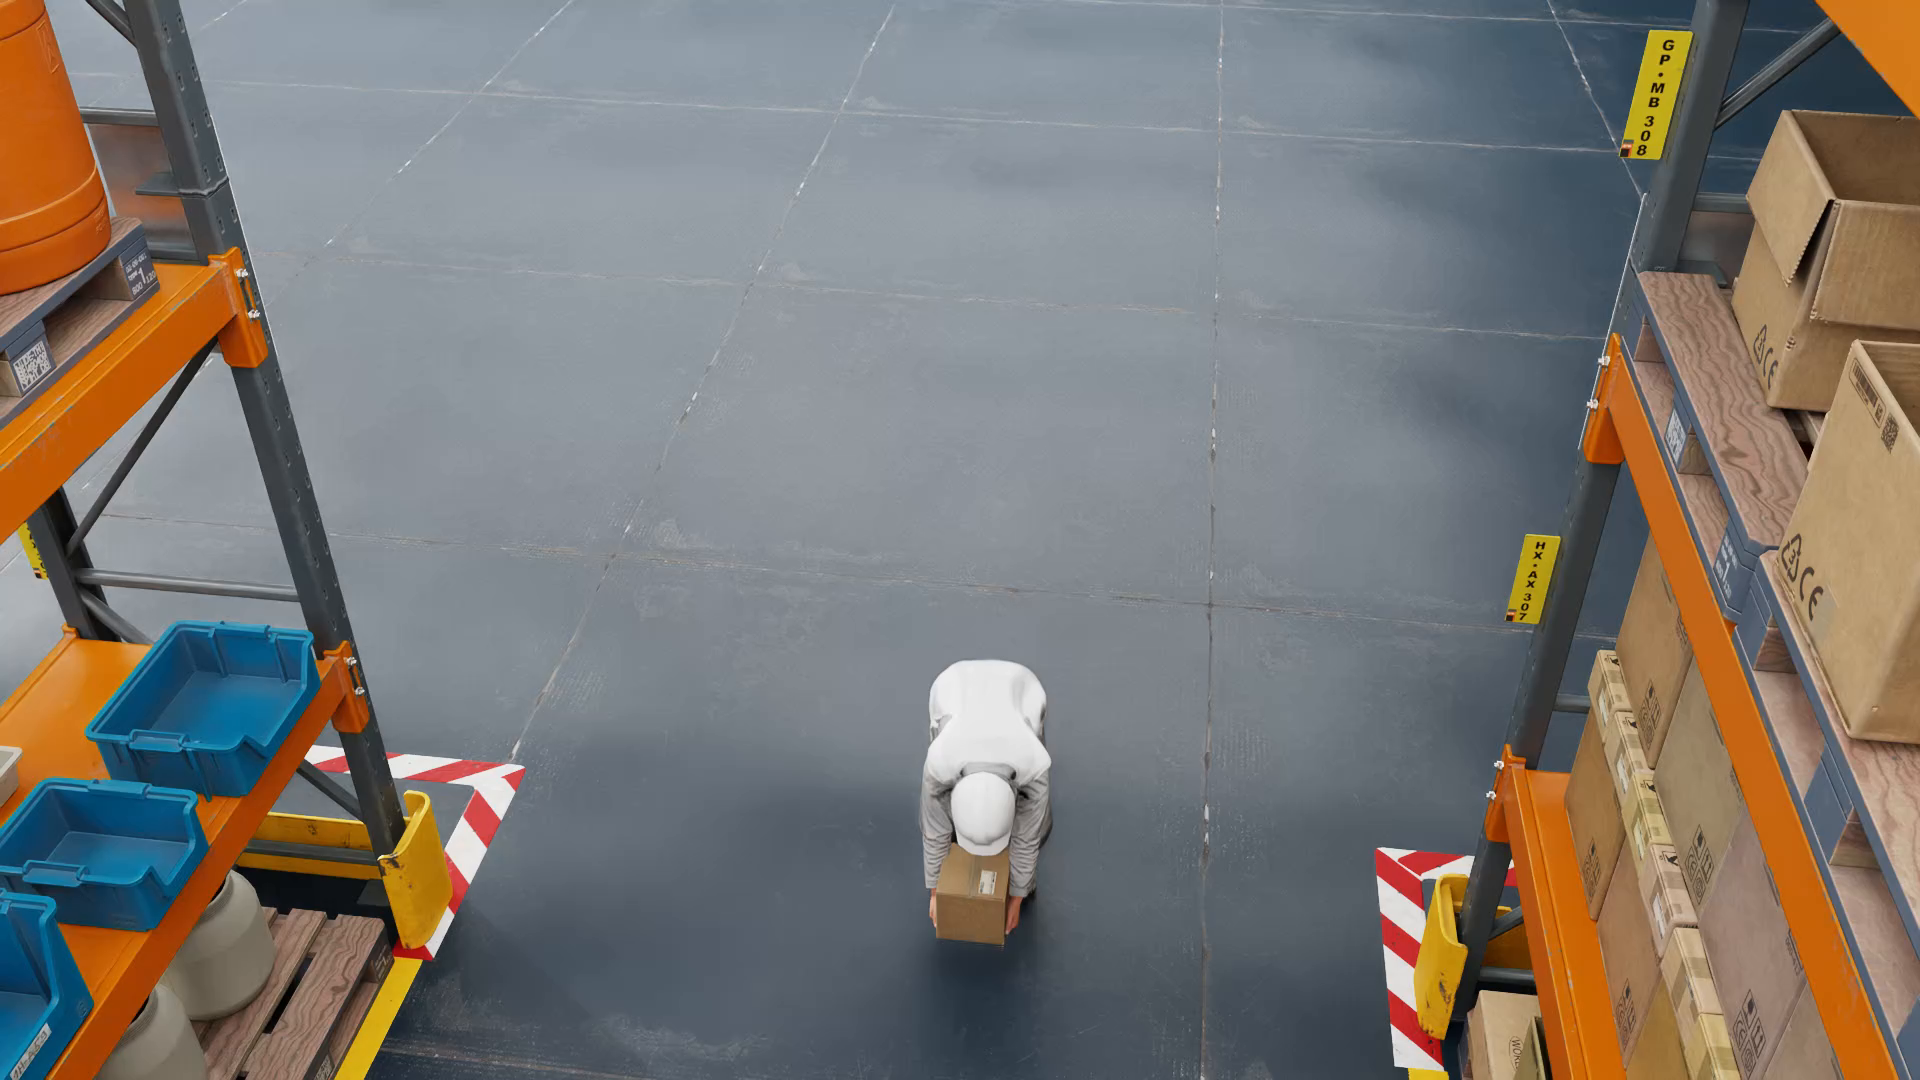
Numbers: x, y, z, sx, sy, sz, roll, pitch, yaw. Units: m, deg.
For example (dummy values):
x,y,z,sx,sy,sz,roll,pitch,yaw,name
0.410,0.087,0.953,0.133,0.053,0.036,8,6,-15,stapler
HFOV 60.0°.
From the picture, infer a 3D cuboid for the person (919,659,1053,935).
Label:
x,y,z,sx,sy,sz,roll,pitch,yaw,name
0.093,1.029,6.236,0.513,1.025,0.979,3,36,4,person
